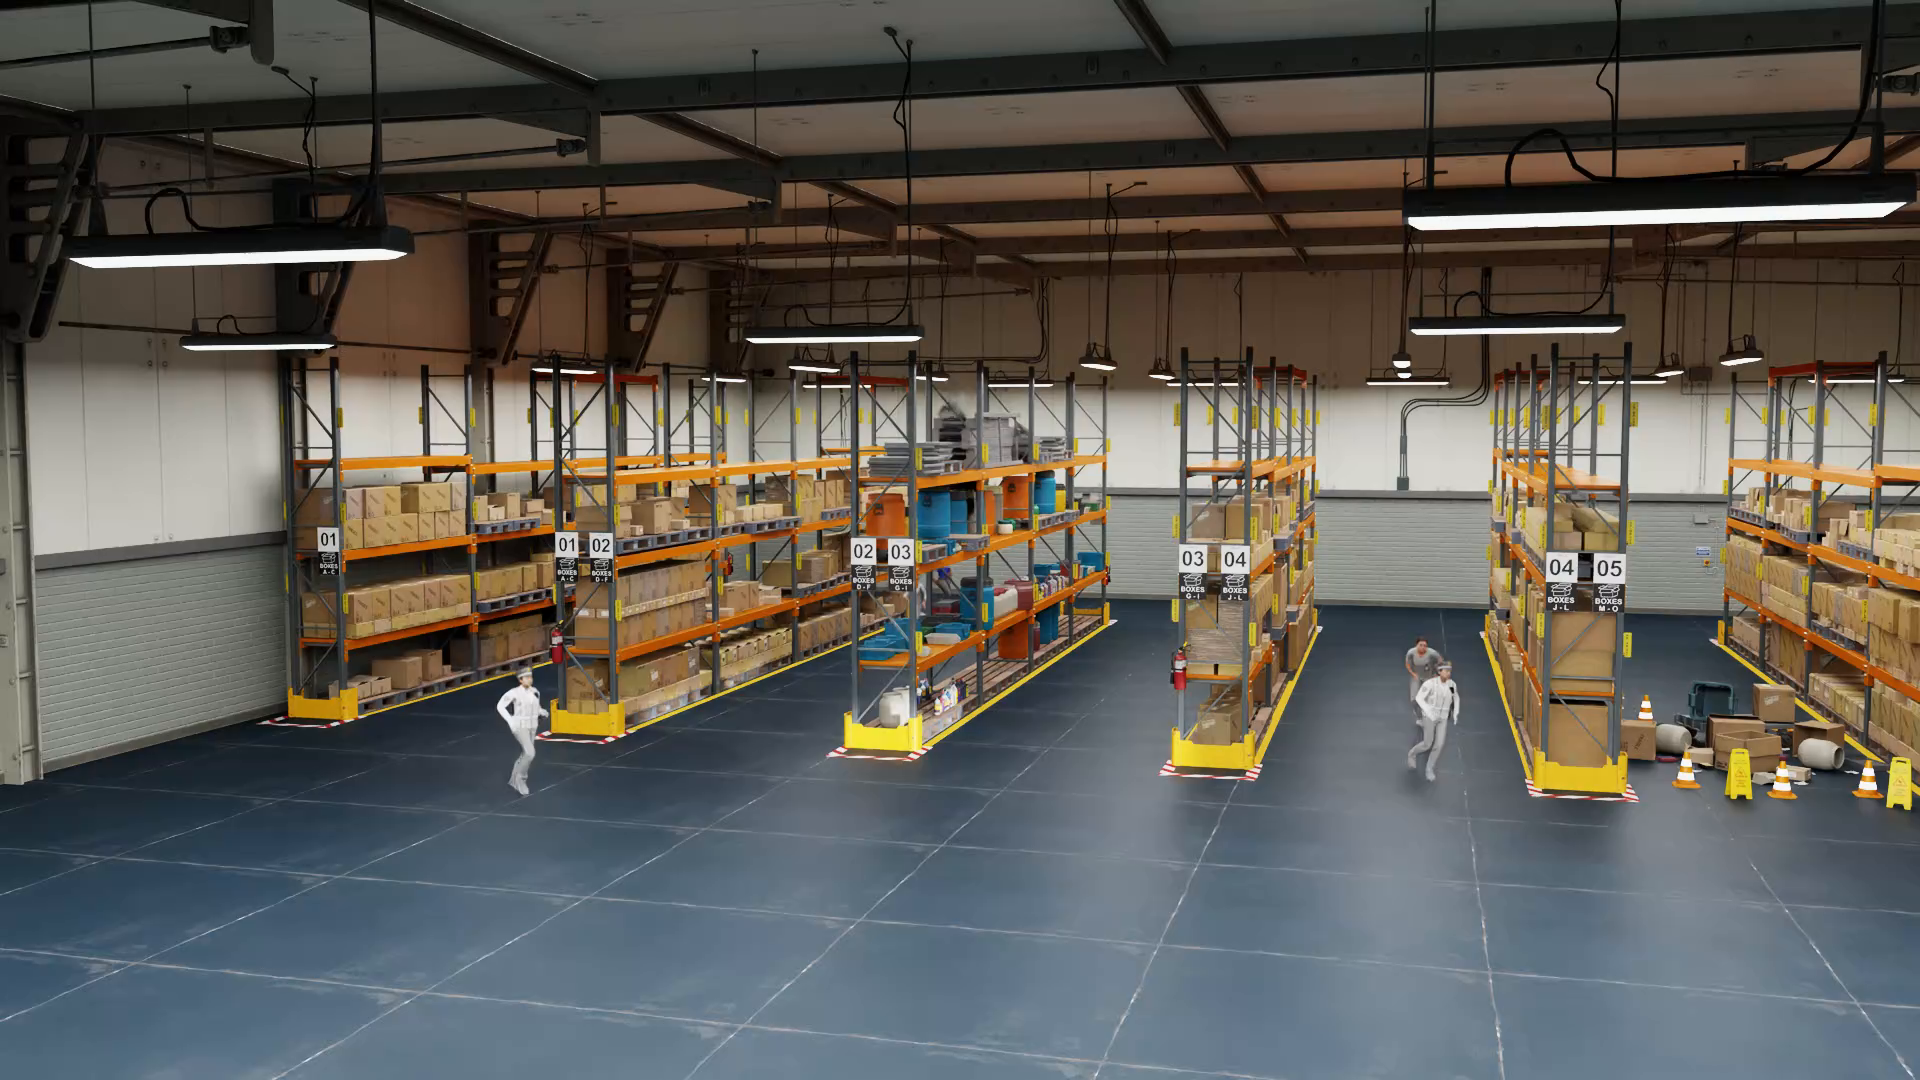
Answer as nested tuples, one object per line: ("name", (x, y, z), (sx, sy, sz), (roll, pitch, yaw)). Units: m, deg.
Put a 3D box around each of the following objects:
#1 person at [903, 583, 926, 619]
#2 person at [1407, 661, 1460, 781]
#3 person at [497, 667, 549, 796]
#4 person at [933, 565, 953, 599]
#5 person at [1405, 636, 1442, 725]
("person", (-1.013, 1.503, 36.687), (0.511, 1.565, 0.636), (1, 4, 15))
("person", (6.677, 2.490, 23.275), (0.666, 1.657, 0.651), (-1, 4, -12))
("person", (-5.780, 2.548, 22.162), (0.672, 1.704, 0.588), (3, 5, 33))
("person", (-0.429, 1.105, 42.194), (0.630, 1.666, 0.675), (-4, 6, -43))
("person", (7.557, 2.278, 27.118), (0.578, 1.498, 0.806), (1, 4, 15))
